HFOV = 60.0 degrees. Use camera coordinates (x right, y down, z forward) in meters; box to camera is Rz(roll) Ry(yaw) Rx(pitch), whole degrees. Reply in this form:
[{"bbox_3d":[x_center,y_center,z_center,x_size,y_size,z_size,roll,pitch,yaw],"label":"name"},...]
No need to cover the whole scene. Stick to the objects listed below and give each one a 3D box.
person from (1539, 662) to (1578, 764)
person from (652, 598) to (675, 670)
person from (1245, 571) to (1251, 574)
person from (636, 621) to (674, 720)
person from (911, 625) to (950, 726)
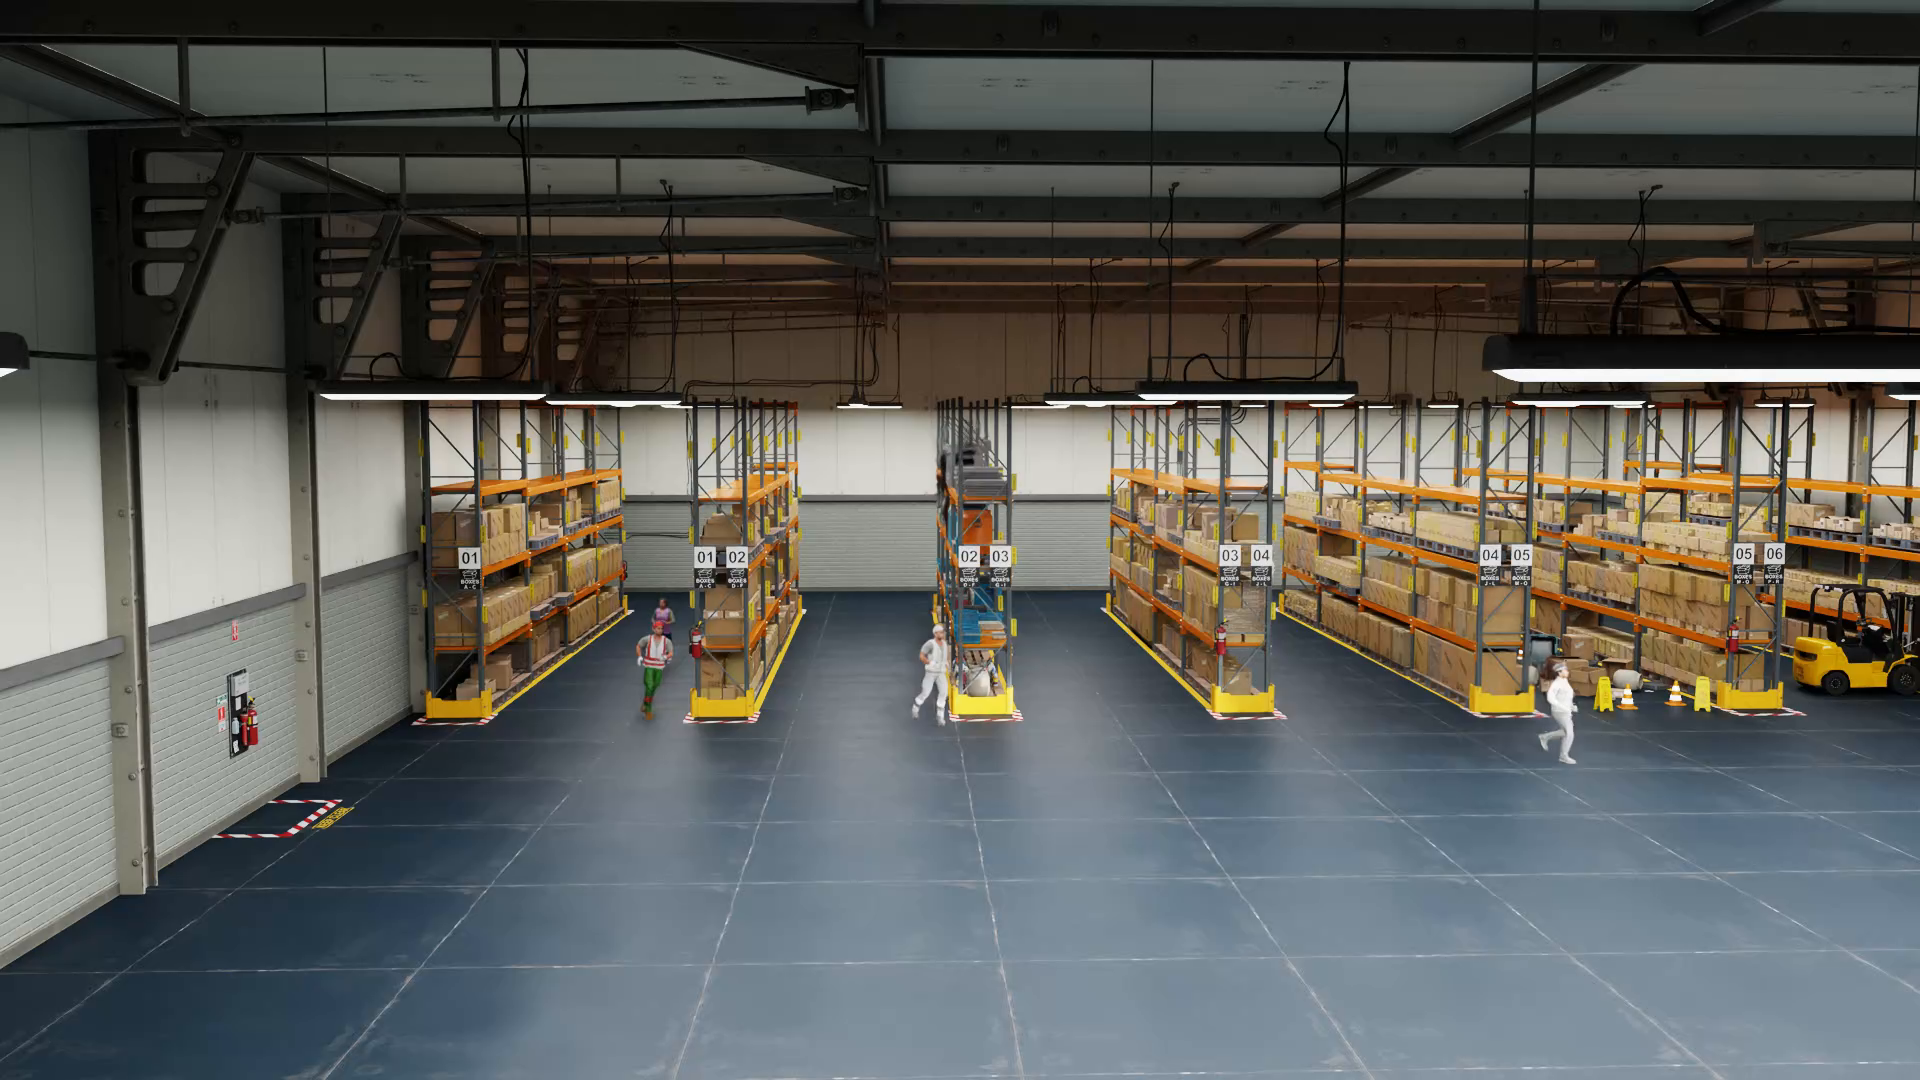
[{"bbox_3d":[9.777,2.808,27.182,0.616,1.668,0.618,3,5,34],"label":"person"},{"bbox_3d":[-6.585,2.067,36.897,0.543,1.575,0.878,0,4,-3],"label":"person"},{"bbox_3d":[8.119,1.216,47.907,0.667,1.644,0.531,3,5,32],"label":"person"},{"bbox_3d":[-5.724,2.424,31.257,0.671,1.807,0.809,-2,5,-26],"label":"person"},{"bbox_3d":[-0.434,2.466,30.669,0.723,1.795,0.875,-3,5,-35],"label":"person"}]
